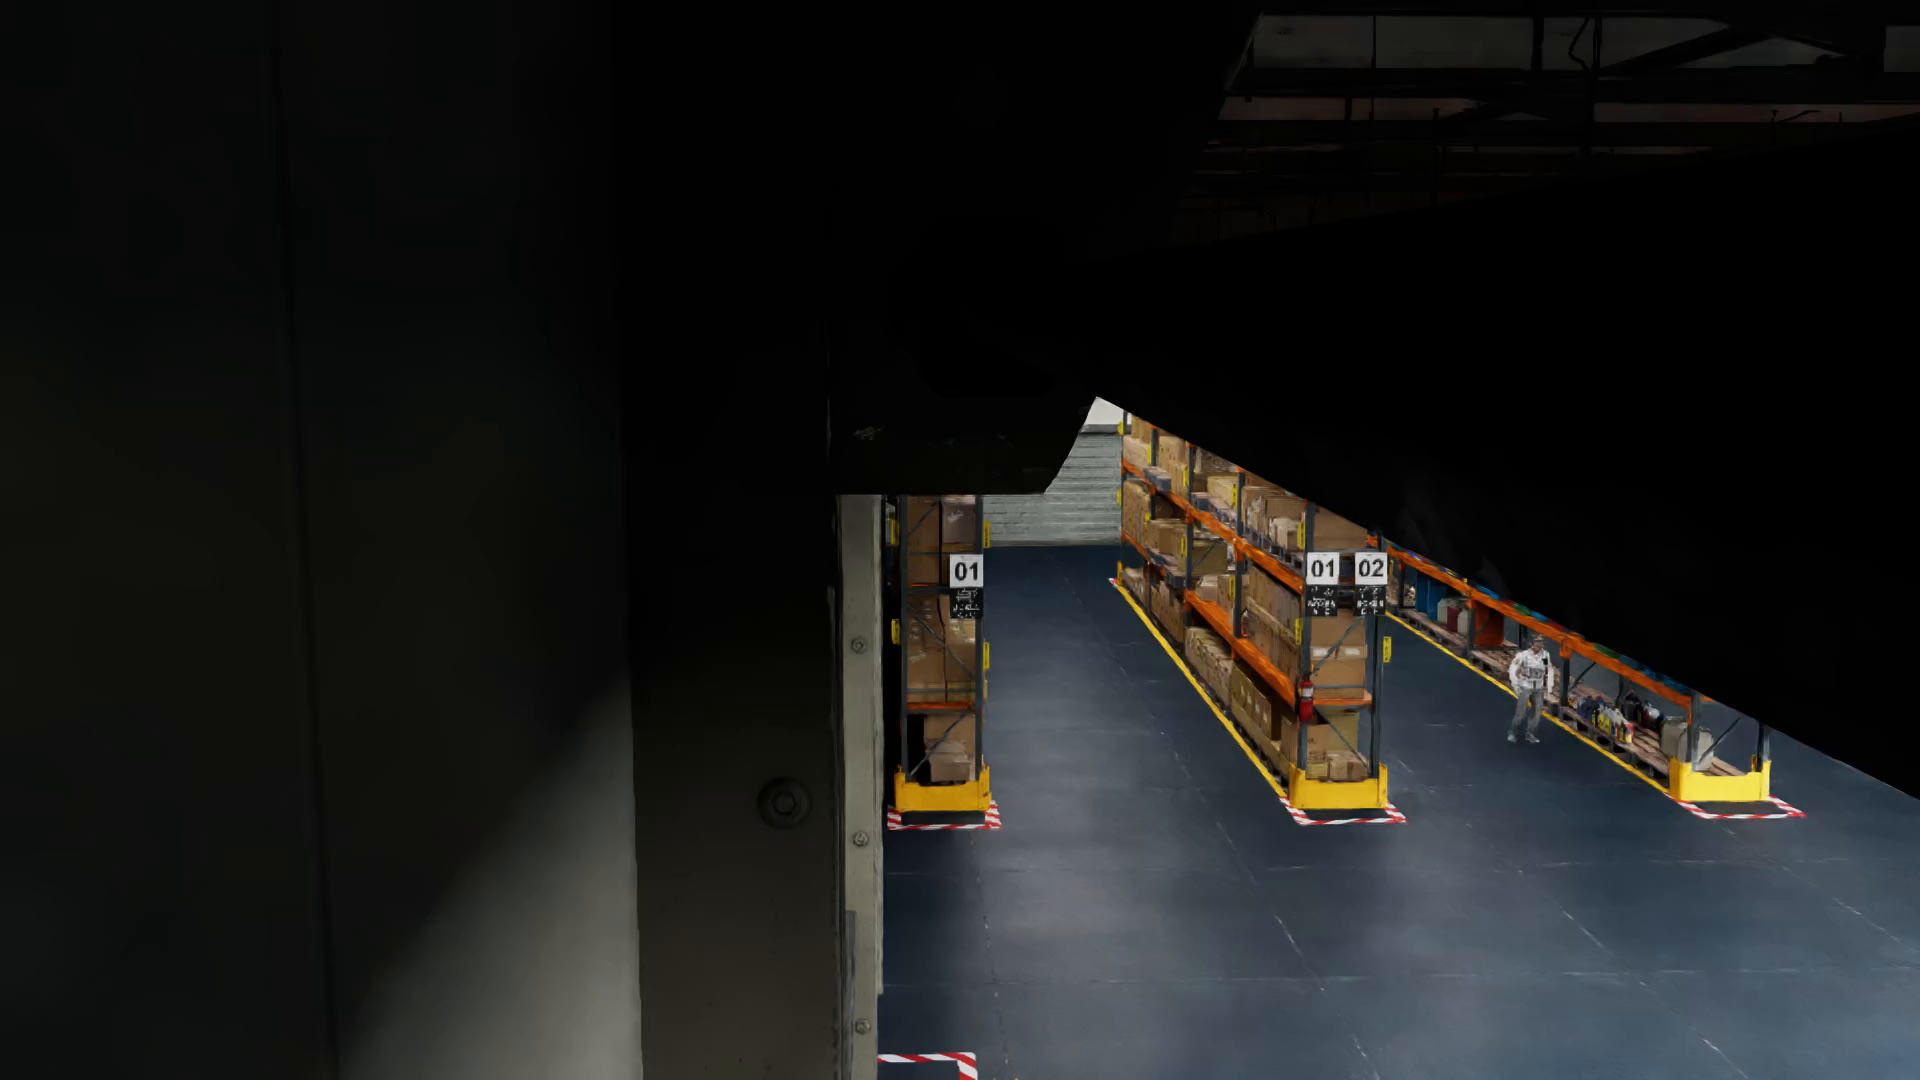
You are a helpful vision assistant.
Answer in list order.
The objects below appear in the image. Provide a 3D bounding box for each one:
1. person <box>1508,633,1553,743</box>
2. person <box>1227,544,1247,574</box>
[{"bbox_3d":[8.058,2.081,23.497,0.639,1.632,0.512,-1,8,-4],"label":"person"},{"bbox_3d":[5.550,0.604,33.430,0.455,1.588,1.089,-1,8,-5],"label":"person"}]
